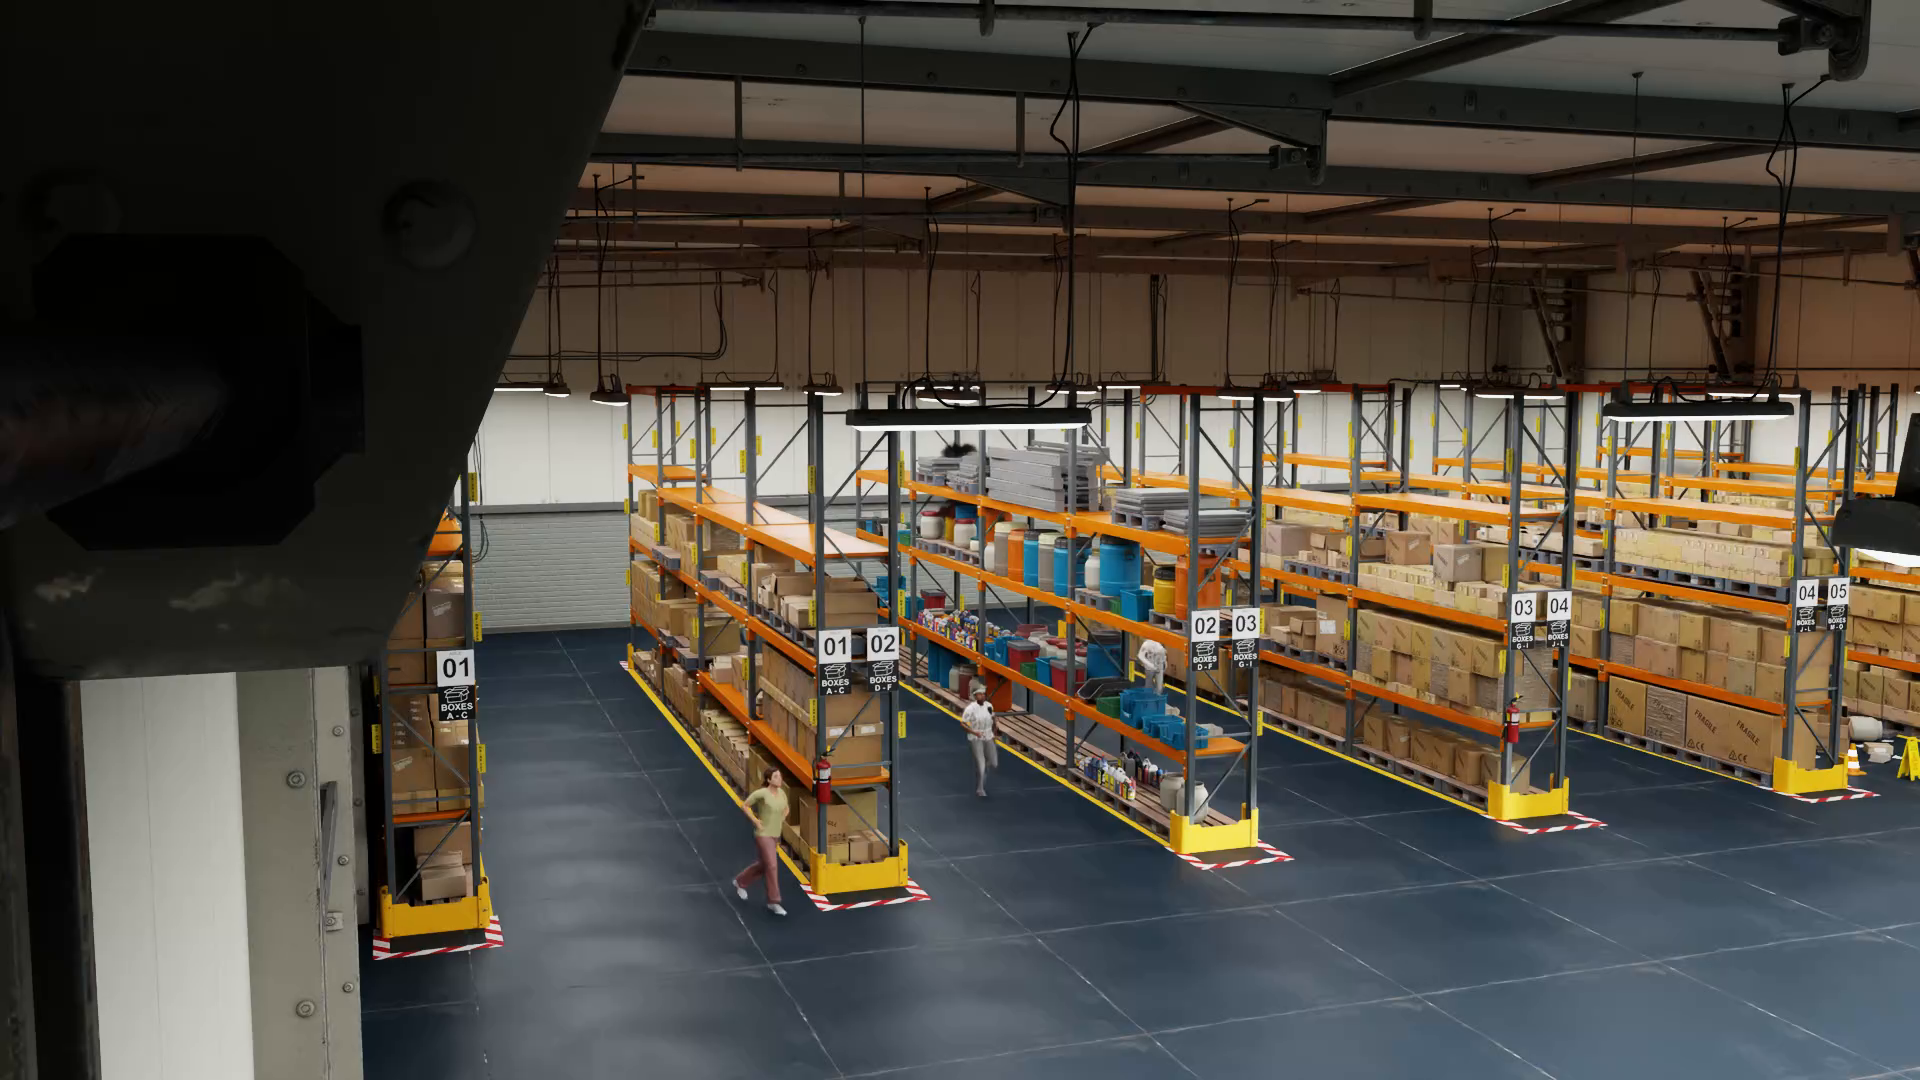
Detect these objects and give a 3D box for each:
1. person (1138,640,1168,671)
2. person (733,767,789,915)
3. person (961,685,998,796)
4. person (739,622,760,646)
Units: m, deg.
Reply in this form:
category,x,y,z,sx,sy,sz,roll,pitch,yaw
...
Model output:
category,x,y,z,sx,sy,sz,roll,pitch,yaw
person,3.535,2.398,30.414,0.640,1.631,0.894,-2,6,-22
person,-2.249,3.502,19.625,0.855,1.687,0.596,5,7,37
person,0.313,2.963,24.720,0.630,1.666,0.539,-3,7,-30
person,-4.624,1.825,35.587,0.778,1.669,0.512,-4,7,-33
